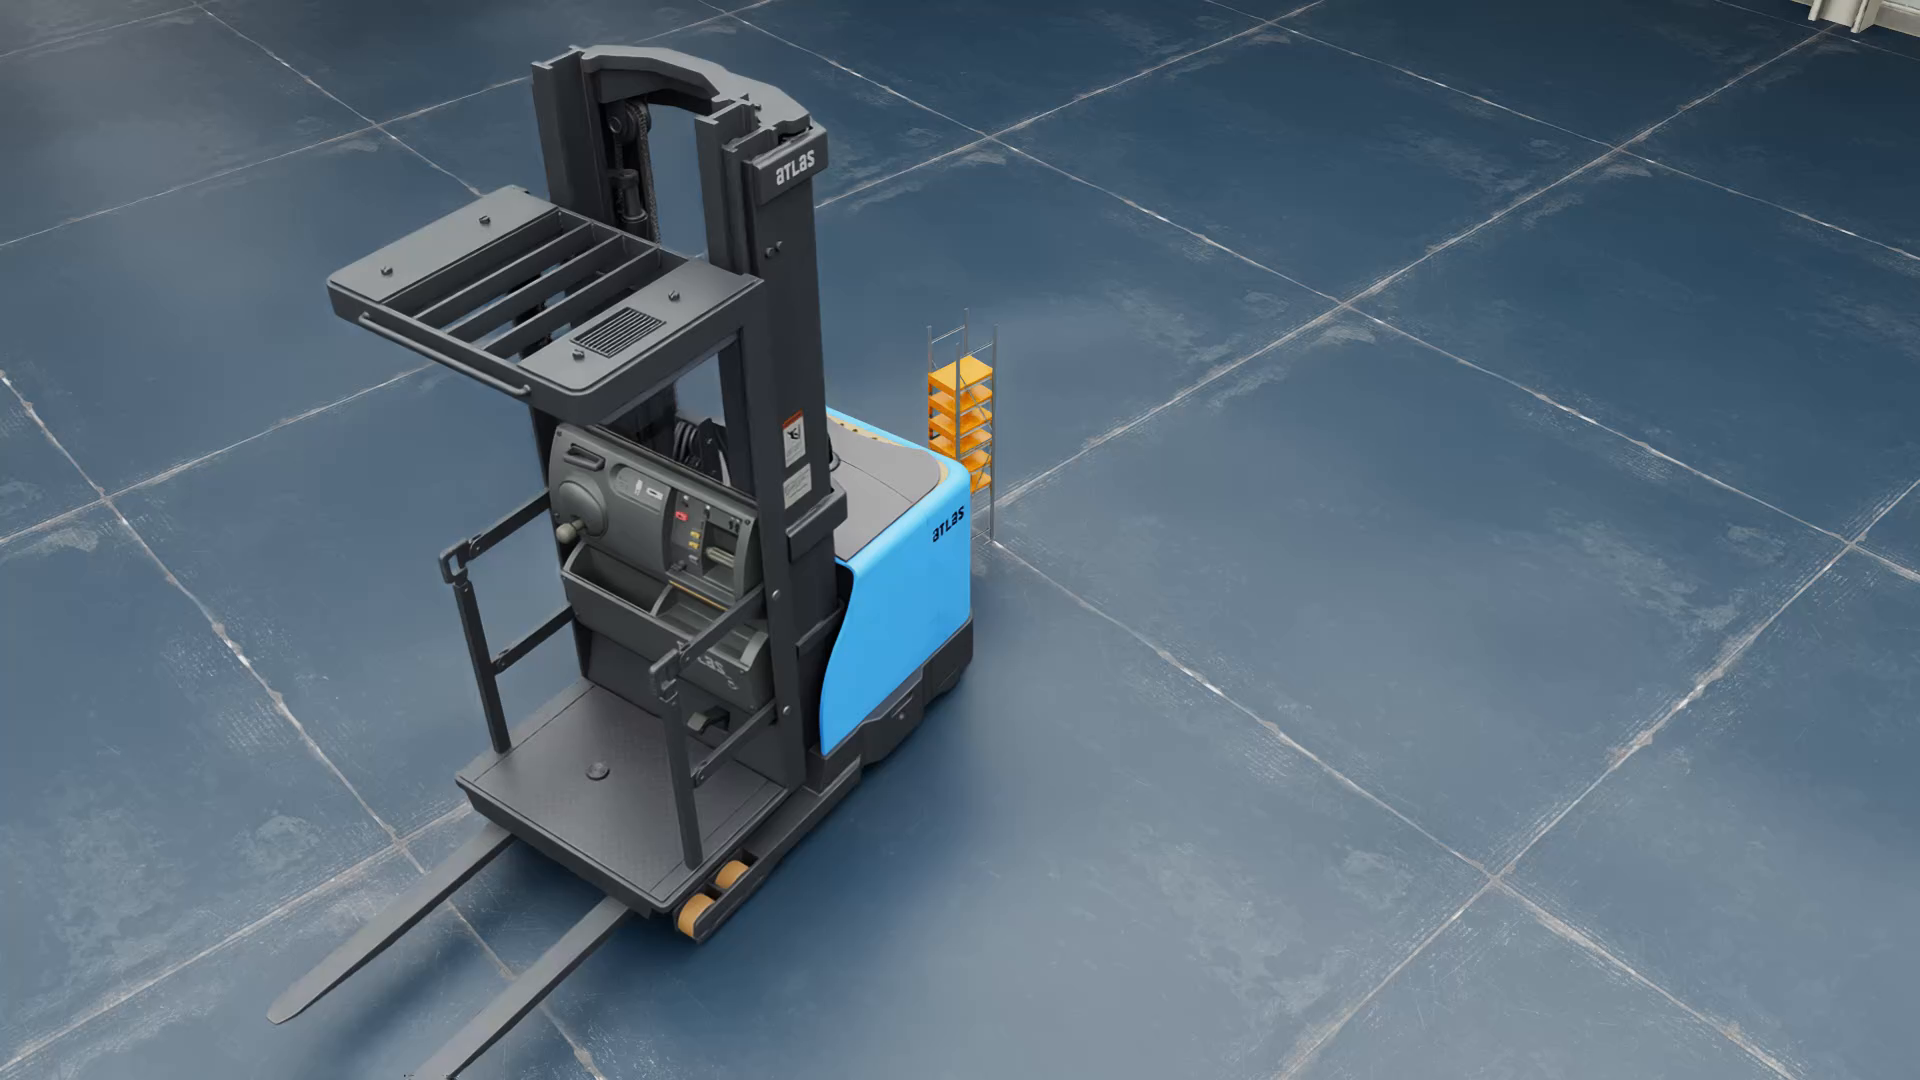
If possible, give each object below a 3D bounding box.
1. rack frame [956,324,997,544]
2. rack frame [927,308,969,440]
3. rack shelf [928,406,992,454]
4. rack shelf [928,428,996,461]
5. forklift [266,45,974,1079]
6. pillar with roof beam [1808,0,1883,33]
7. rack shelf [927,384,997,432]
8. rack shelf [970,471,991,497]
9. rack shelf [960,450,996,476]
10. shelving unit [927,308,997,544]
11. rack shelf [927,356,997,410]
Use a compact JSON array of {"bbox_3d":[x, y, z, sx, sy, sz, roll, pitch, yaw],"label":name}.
[{"bbox_3d":[0.072,-0.418,7.520,0.240,1.200,0.006,-30,48,-32],"label":"rack frame"},{"bbox_3d":[-0.052,-0.502,7.625,0.240,1.200,0.006,-30,48,-32],"label":"rack frame"},{"bbox_3d":[0.010,-0.519,7.525,0.258,0.103,0.180,-30,48,-32],"label":"rack shelf"},{"bbox_3d":[0.010,-0.426,7.600,0.258,0.103,0.180,-30,48,-32],"label":"rack shelf"},{"bbox_3d":[-1.202,-0.016,5.645,1.130,2.935,3.031,24,45,27],"label":"forklift"},{"bbox_3d":[3.705,-5.723,7.882,9.100,9.000,0.400,-30,48,-32],"label":"pillar with roof beam"},{"bbox_3d":[0.010,-0.612,7.450,0.258,0.103,0.180,-30,48,-32],"label":"rack shelf"},{"bbox_3d":[0.010,-0.239,7.751,0.258,0.103,0.180,-30,48,-32],"label":"rack shelf"},{"bbox_3d":[0.010,-0.332,7.676,0.258,0.103,0.180,-30,48,-32],"label":"rack shelf"},{"bbox_3d":[0.010,-0.460,7.573,0.258,1.200,0.189,-30,48,-32],"label":"shelving unit"},{"bbox_3d":[0.010,-0.706,7.374,0.258,0.103,0.180,-30,48,-32],"label":"rack shelf"}]
